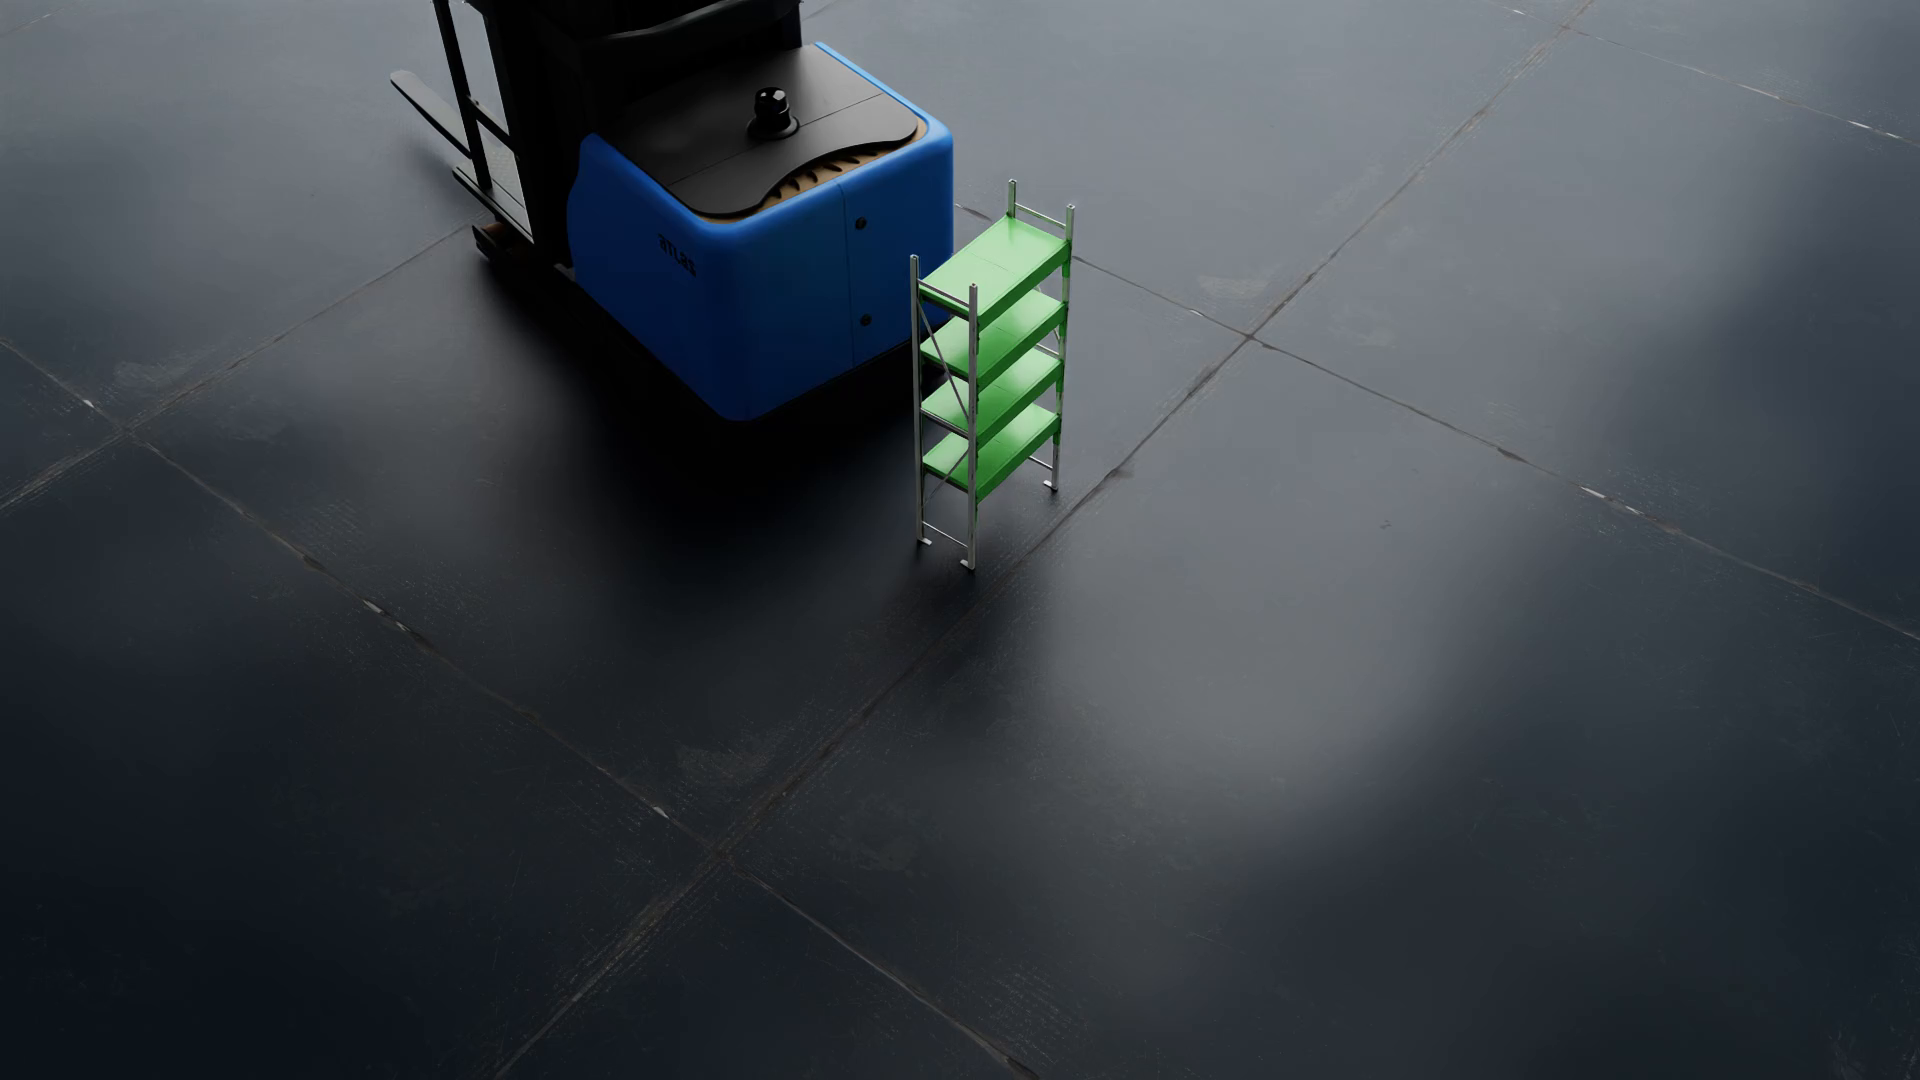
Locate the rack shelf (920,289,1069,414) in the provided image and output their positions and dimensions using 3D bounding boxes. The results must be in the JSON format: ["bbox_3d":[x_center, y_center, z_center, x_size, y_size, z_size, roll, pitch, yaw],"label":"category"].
[{"bbox_3d":[0.101,-0.631,5.279,0.258,0.148,0.480,29,53,25],"label":"rack shelf"}]

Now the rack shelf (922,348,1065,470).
[{"bbox_3d":[0.101,-0.465,5.453,0.258,0.148,0.480,29,53,25],"label":"rack shelf"}]

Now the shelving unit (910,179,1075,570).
[{"bbox_3d":[0.101,-0.509,5.407,0.258,1.200,0.503,29,53,25],"label":"shelving unit"}]

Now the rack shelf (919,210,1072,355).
[{"bbox_3d":[0.101,-0.797,5.106,0.258,0.148,0.480,29,53,25],"label":"rack shelf"}]

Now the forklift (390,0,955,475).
[{"bbox_3d":[-1.330,-2.247,5.869,1.130,2.935,3.031,-31,54,-26],"label":"forklift"}]

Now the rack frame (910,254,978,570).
[{"bbox_3d":[-0.048,-0.370,5.273,0.240,1.200,0.015,29,53,25],"label":"rack frame"}]

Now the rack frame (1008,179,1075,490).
[{"bbox_3d":[0.250,-0.649,5.540,0.240,1.200,0.015,29,53,25],"label":"rack frame"}]

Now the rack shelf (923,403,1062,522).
[{"bbox_3d":[0.101,-0.299,5.626,0.258,0.148,0.480,29,53,25],"label":"rack shelf"}]
